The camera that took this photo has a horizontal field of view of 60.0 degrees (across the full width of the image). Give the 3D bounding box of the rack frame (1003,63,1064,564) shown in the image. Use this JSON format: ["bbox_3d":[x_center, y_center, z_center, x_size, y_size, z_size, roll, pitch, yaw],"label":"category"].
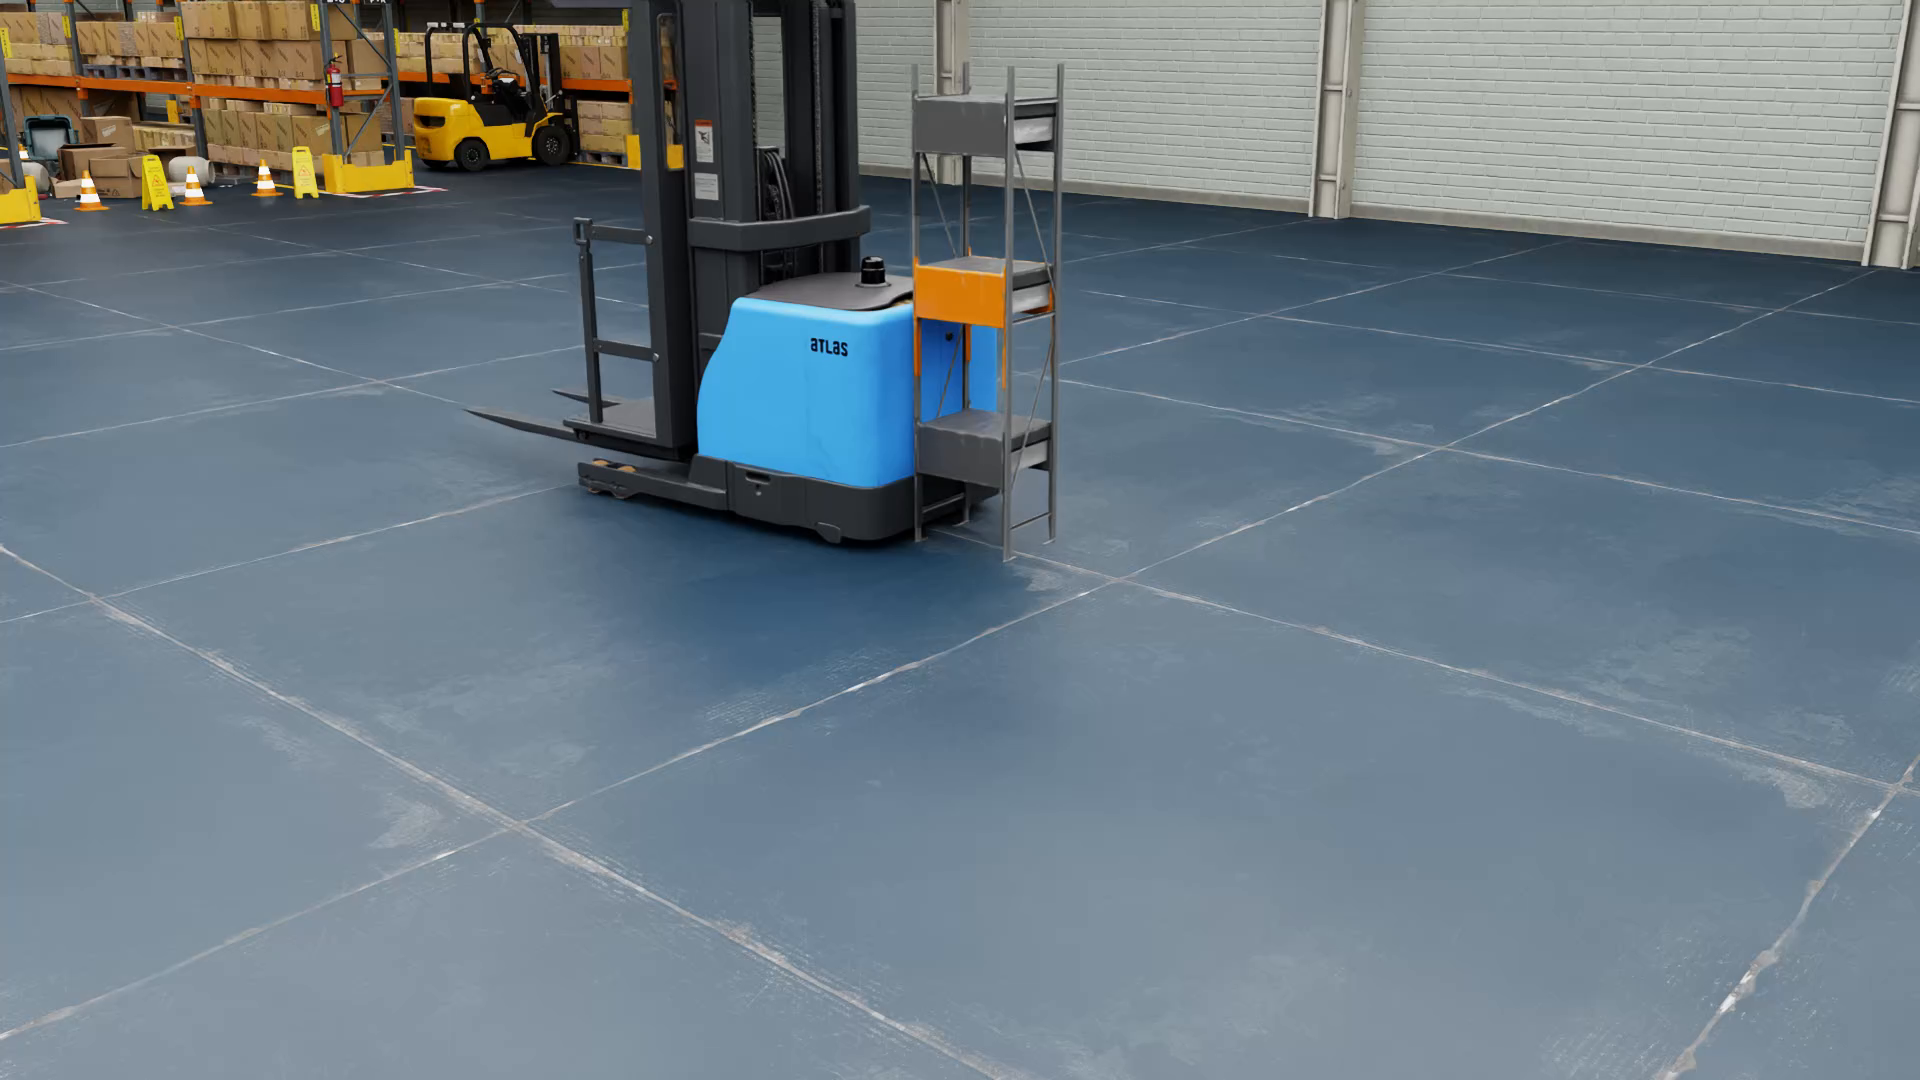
[{"bbox_3d":[0.312,-0.945,7.118,0.015,2.100,0.400,12,21,34],"label":"rack frame"}]

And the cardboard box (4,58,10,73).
[{"bbox_3d":[-16.411,-8.282,28.996,0.500,0.250,0.500,14,23,38],"label":"cardboard box"}]

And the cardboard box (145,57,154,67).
[{"bbox_3d":[-12.133,-7.271,25.284,0.250,0.149,0.380,15,23,40],"label":"cardboard box"}]

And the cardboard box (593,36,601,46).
[{"bbox_3d":[-5.495,-7.793,25.970,0.250,0.149,0.380,16,23,40],"label":"cardboard box"}]

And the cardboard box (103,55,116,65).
[{"bbox_3d":[-13.286,-7.585,26.274,0.250,0.149,0.380,15,23,40],"label":"cardboard box"}]

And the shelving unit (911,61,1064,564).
[{"bbox_3d":[0.115,-0.988,7.255,0.503,2.100,0.431,12,21,34],"label":"shelving unit"}]

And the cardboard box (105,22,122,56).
[{"bbox_3d":[-12.982,-7.840,26.007,0.500,0.500,0.500,16,23,40],"label":"cardboard box"}]

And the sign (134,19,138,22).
[{"bbox_3d":[-13.608,-8.440,27.465,0.005,0.325,0.100,15,23,39],"label":"sign"}]

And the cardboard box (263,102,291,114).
[{"bbox_3d":[-9.451,-6.016,23.150,0.250,0.149,0.380,16,24,42],"label":"cardboard box"}]

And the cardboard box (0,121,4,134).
[{"bbox_3d":[-17.351,-7.734,30.564,0.875,0.438,0.875,15,23,38],"label":"cardboard box"}]

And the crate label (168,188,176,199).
[{"bbox_3d":[-10.267,-4.450,21.407,0.298,0.136,0.250,4,18,11],"label":"crate label"}]

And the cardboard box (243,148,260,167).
[{"bbox_3d":[-9.902,-5.498,23.828,0.500,0.250,0.500,15,23,39],"label":"cardboard box"}]

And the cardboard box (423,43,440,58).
[{"bbox_3d":[-8.983,-8.535,28.969,0.500,0.250,0.500,16,23,40],"label":"cardboard box"}]

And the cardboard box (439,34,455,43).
[{"bbox_3d":[-8.718,-8.629,28.605,0.250,0.149,0.380,14,22,38],"label":"cardboard box"}]

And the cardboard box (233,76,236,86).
[{"bbox_3d":[-10.123,-6.554,23.718,0.250,0.149,0.380,15,23,39],"label":"cardboard box"}]

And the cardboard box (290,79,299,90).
[{"bbox_3d":[-8.840,-6.184,22.555,0.250,0.149,0.380,15,23,38],"label":"cardboard box"}]

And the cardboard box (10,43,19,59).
[{"bbox_3d":[-16.043,-8.414,28.586,0.500,0.250,0.500,15,23,40],"label":"cardboard box"}]

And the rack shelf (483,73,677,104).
[{"bbox_3d":[-6.182,-7.378,27.090,4.000,0.370,1.077,15,23,39],"label":"rack shelf"}]

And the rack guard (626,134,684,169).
[{"bbox_3d":[-4.668,-6.123,26.078,0.348,0.500,1.175,15,23,39],"label":"rack guard"}]

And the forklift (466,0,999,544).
[{"bbox_3d":[-1.299,-1.712,8.161,3.031,2.935,1.130,12,21,34],"label":"forklift"}]

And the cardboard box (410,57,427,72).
[{"bbox_3d":[-9.350,-8.401,29.372,0.500,0.250,0.500,16,24,41],"label":"cardboard box"}]

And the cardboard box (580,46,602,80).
[{"bbox_3d":[-5.610,-7.512,26.159,0.500,0.500,0.500,16,24,41],"label":"cardboard box"}]

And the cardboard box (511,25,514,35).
[{"bbox_3d":[-7.184,-8.409,27.419,0.250,0.149,0.380,14,23,38],"label":"cardboard box"}]

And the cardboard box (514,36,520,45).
[{"bbox_3d":[-7.070,-8.192,27.227,0.250,0.149,0.380,16,23,40],"label":"cardboard box"}]

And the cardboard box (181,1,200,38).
[{"bbox_3d":[-10.784,-7.527,24.061,0.500,0.500,0.700,15,23,39],"label":"cardboard box"}]

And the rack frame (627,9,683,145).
[{"bbox_3d":[-4.686,-7.319,25.715,0.127,3.000,1.000,15,23,39],"label":"rack frame"}]

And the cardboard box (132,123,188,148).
[{"bbox_3d":[-12.988,-6.487,26.744,0.625,0.372,0.950,14,23,38],"label":"cardboard box"}]

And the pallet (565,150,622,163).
[{"bbox_3d":[-6.194,-6.379,27.363,1.213,0.211,1.003,15,23,39],"label":"pallet"}]

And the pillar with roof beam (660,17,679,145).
[{"bbox_3d":[-7.466,-9.548,22.822,0.400,9.000,9.100,15,23,39],"label":"pillar with roof beam"}]

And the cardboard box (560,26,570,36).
[{"bbox_3d":[-6.115,-8.076,26.370,0.250,0.149,0.380,16,23,40],"label":"cardboard box"}]

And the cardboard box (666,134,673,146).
[{"bbox_3d":[-4.923,-6.352,26.518,0.500,0.250,0.500,15,23,39],"label":"cardboard box"}]

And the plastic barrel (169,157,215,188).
[{"bbox_3d":[-10.528,-5.040,22.792,0.512,0.421,0.421,-3,18,-8],"label":"plastic barrel"}]

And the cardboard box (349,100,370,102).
[{"bbox_3d":[-11.207,-8.285,31.125,0.250,0.149,0.380,14,22,37],"label":"cardboard box"}]

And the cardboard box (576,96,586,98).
[{"bbox_3d":[-6.423,-7.230,27.634,0.500,0.250,0.500,15,23,40],"label":"cardboard box"}]

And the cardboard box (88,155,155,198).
[{"bbox_3d":[-10.972,-4.785,21.858,0.637,0.503,0.797,0,18,2],"label":"cardboard box"}]

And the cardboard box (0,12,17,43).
[{"bbox_3d":[-16.042,-8.778,28.496,0.500,0.500,0.500,14,23,38],"label":"cardboard box"}]

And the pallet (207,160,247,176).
[{"bbox_3d":[-10.444,-5.543,24.727,1.213,0.211,1.003,15,23,39],"label":"pallet"}]

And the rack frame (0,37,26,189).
[{"bbox_3d":[-11.188,-5.055,18.582,0.127,3.000,1.000,15,23,39],"label":"rack frame"}]

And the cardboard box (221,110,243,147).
[{"bbox_3d":[-10.299,-5.961,24.048,0.500,0.500,0.500,16,24,41],"label":"cardboard box"}]

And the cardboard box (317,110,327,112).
[{"bbox_3d":[-9.179,-5.878,23.786,0.500,0.500,0.500,16,23,40],"label":"cardboard box"}]

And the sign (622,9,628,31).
[{"bbox_3d":[-5.056,-7.864,25.126,0.005,0.325,0.100,15,23,39],"label":"sign"}]

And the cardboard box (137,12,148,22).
[{"bbox_3d":[-12.210,-7.924,25.198,0.250,0.149,0.380,14,22,37],"label":"cardboard box"}]

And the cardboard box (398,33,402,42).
[{"bbox_3d":[-9.805,-8.959,29.646,0.250,0.149,0.380,15,23,40],"label":"cardboard box"}]

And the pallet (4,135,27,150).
[{"bbox_3d":[-16.326,-7.138,29.754,1.213,0.211,1.003,15,23,39],"label":"pallet"}]

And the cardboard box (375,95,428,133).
[{"bbox_3d":[-10.212,-7.865,30.668,0.625,0.625,0.875,16,24,41],"label":"cardboard box"}]

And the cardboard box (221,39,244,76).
[{"bbox_3d":[-10.068,-6.837,23.540,0.500,0.500,0.500,15,23,39],"label":"cardboard box"}]

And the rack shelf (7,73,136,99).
[{"bbox_3d":[-15.457,-7.860,28.610,4.000,0.370,1.077,15,23,39],"label":"rack shelf"}]

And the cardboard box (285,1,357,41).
[{"bbox_3d":[-8.505,-6.915,22.131,0.500,0.500,0.700,14,23,38],"label":"cardboard box"}]

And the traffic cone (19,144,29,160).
[{"bbox_3d":[-13.707,-5.554,24.346,0.334,0.463,0.336,15,23,39],"label":"traffic cone"}]
